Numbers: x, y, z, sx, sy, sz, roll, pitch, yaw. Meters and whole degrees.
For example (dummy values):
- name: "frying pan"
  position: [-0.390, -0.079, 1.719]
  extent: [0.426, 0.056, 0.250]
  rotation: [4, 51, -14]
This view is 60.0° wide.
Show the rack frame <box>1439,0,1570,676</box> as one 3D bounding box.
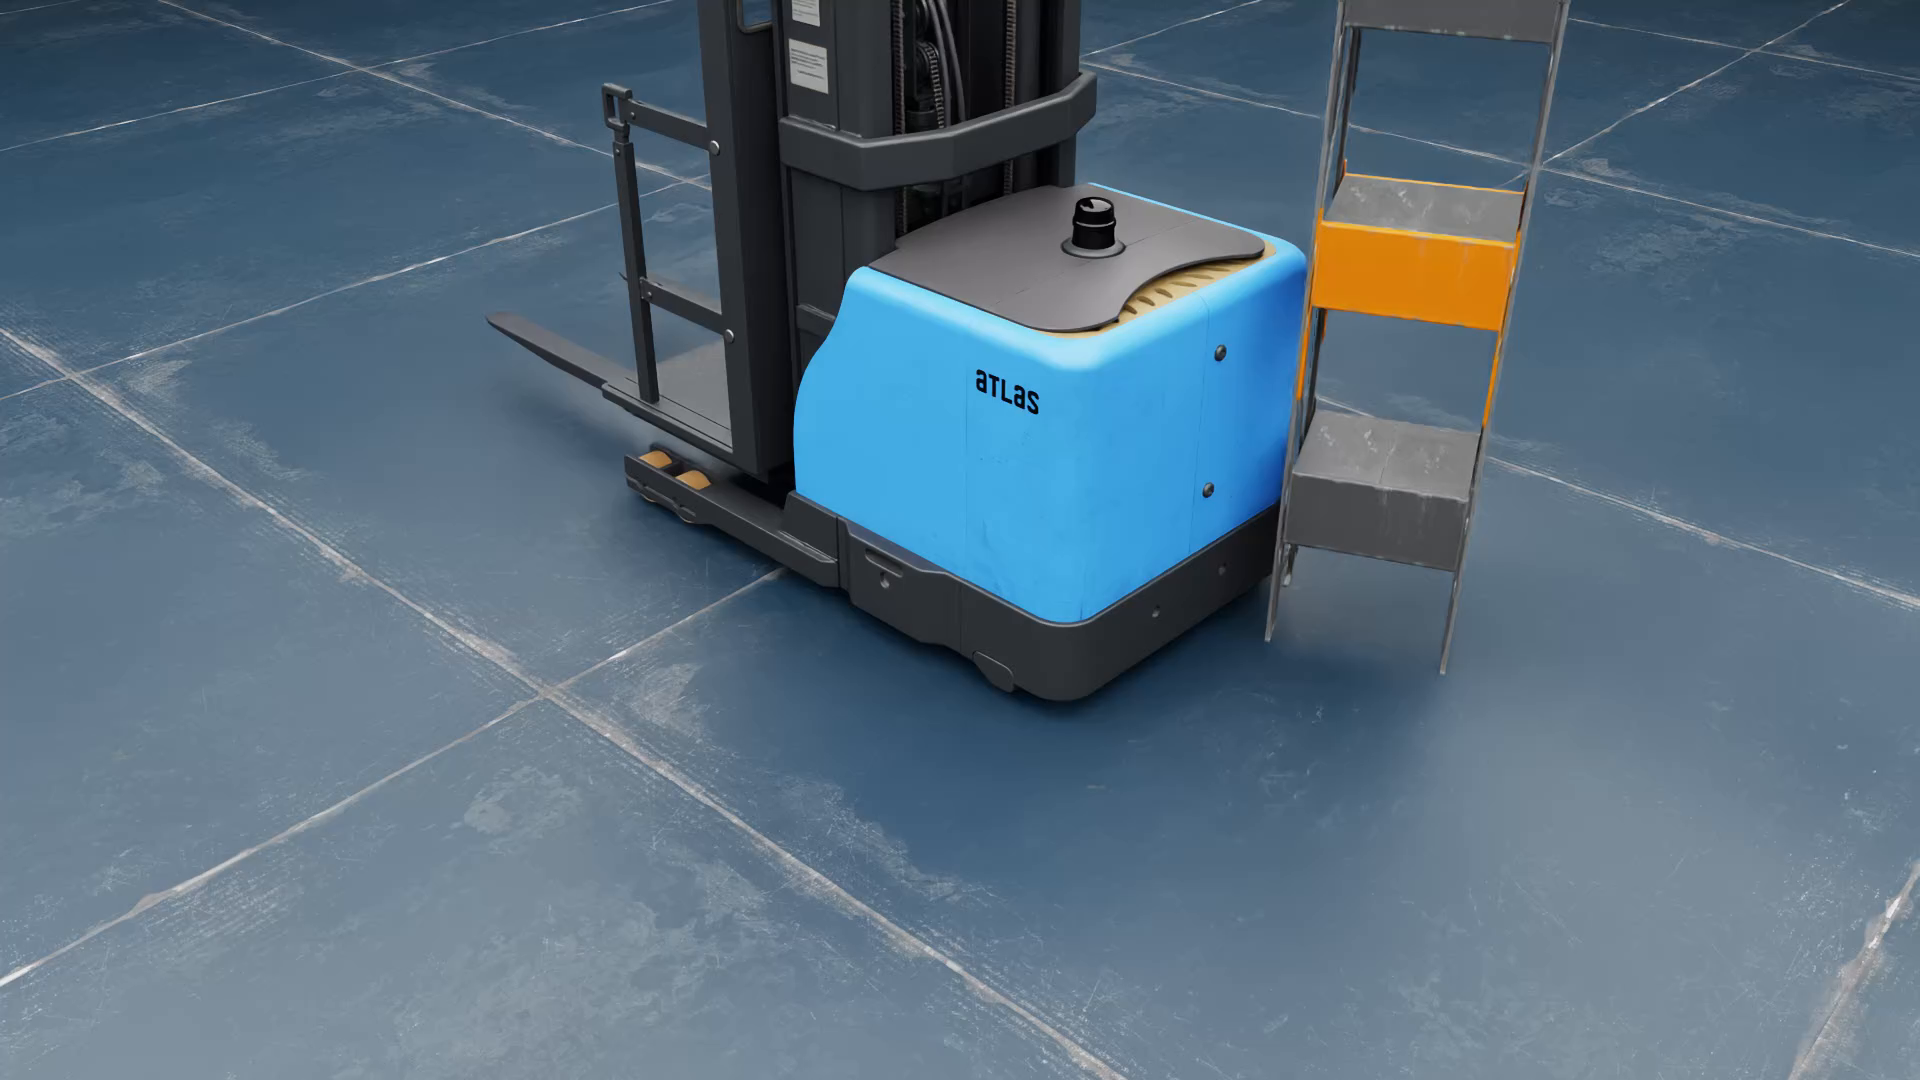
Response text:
- name: "rack frame"
  position: [1.406, -0.619, 4.242]
  extent: [0.015, 2.100, 0.400]
  rotation: [10, 33, 16]

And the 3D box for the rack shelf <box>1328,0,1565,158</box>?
- name: "rack shelf"
  position: [1.177, -1.249, 3.957]
  extent: [0.480, 0.518, 0.431]
  rotation: [10, 33, 16]

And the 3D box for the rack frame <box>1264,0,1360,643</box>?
- name: "rack frame"
  position: [0.946, -0.703, 4.380]
  extent: [0.015, 2.100, 0.400]
  rotation: [10, 33, 16]

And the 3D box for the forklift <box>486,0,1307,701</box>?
- name: "forklift"
  position: [-0.452, -1.481, 4.868]
  extent: [3.031, 2.935, 1.130]
  rotation: [26, 40, 37]

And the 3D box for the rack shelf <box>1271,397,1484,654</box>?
- name: "rack shelf"
  position: [1.175, -0.050, 4.680]
  extent: [0.480, 0.518, 0.431]
  rotation: [10, 33, 16]

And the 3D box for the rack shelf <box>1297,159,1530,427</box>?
- name: "rack shelf"
  position: [1.176, -0.649, 4.318]
  extent: [0.480, 0.518, 0.431]
  rotation: [10, 33, 16]

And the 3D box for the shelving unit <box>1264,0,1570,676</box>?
- name: "shelving unit"
  position: [1.176, -0.661, 4.311]
  extent: [0.503, 2.100, 0.431]
  rotation: [10, 33, 16]
